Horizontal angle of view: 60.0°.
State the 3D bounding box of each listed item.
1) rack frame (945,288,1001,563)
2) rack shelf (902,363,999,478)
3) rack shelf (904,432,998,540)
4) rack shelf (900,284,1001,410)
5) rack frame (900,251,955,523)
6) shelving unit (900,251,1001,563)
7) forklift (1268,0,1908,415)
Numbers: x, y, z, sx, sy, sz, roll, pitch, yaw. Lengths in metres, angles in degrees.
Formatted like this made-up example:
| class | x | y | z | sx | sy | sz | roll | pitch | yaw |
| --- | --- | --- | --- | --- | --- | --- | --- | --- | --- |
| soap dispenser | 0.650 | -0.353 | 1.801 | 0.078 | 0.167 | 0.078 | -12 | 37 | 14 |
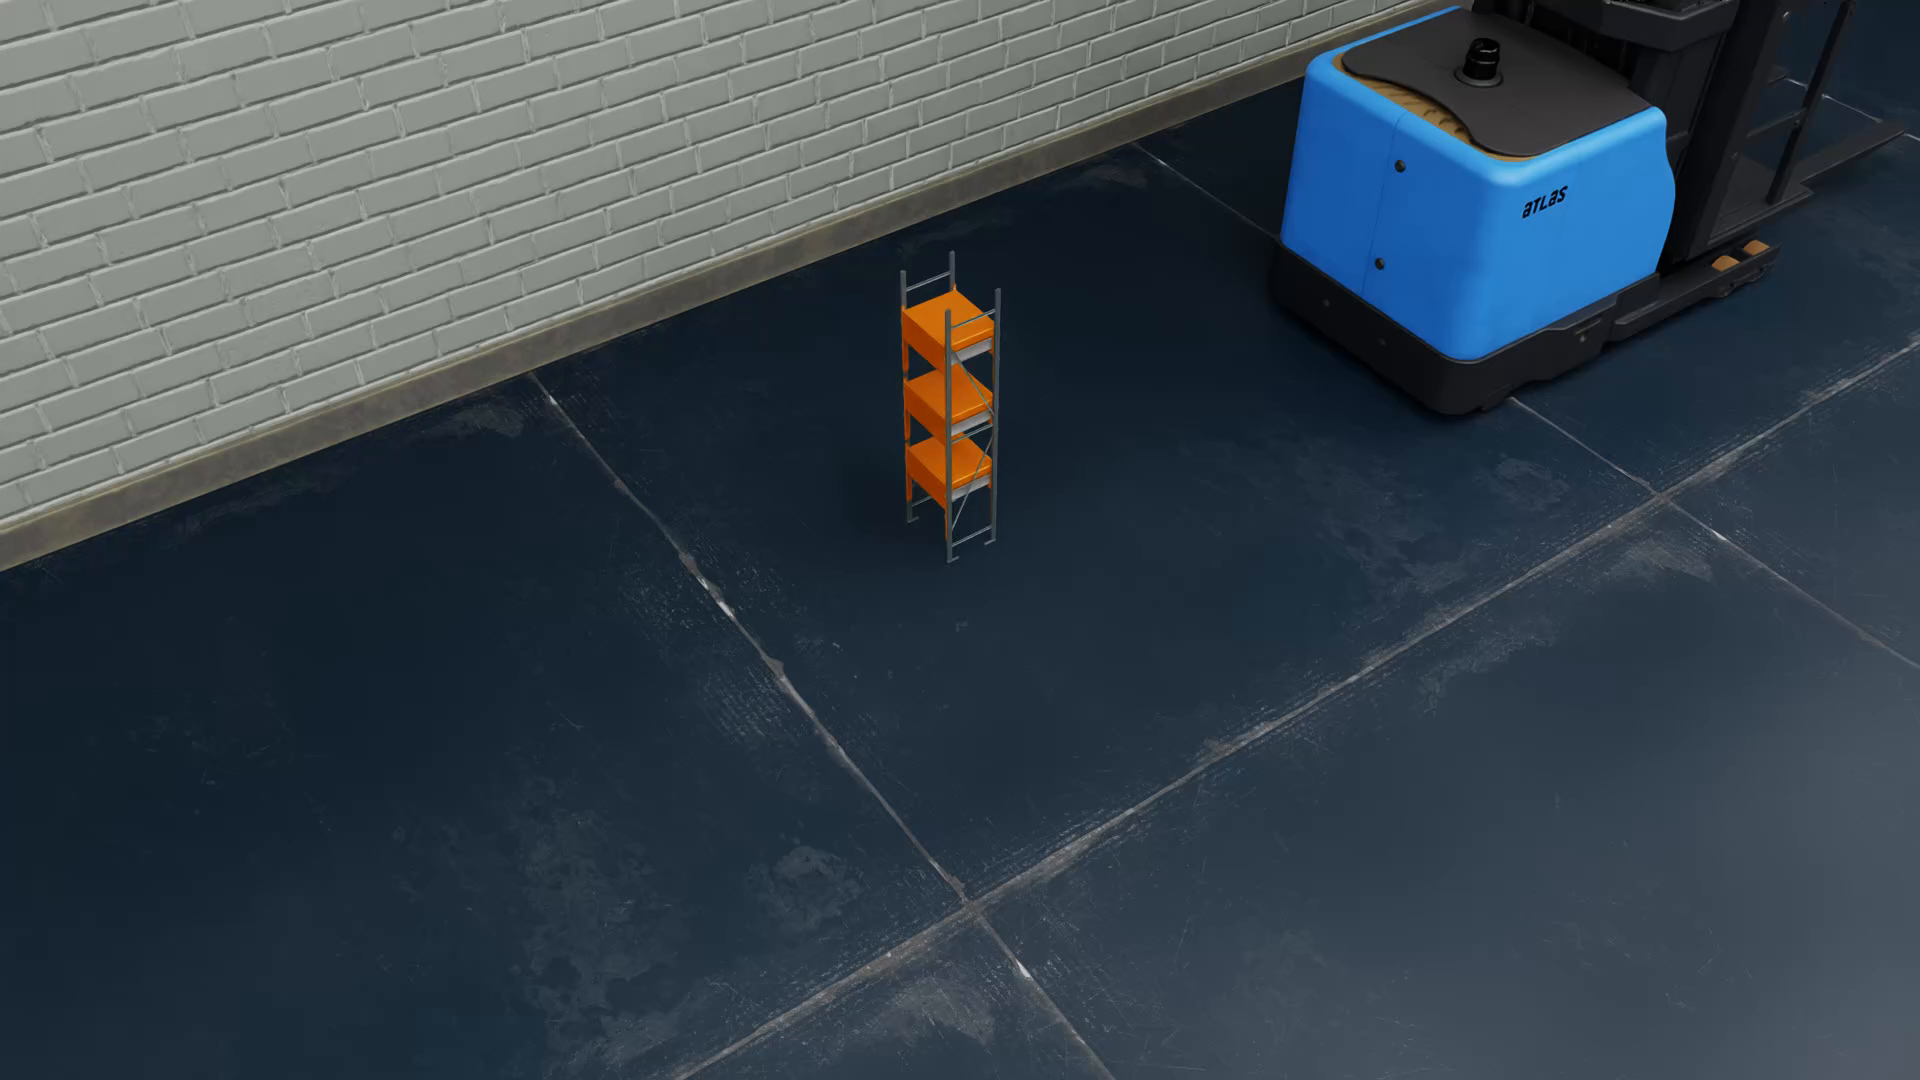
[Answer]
| class | x | y | z | sx | sy | sz | roll | pitch | yaw |
| --- | --- | --- | --- | --- | --- | --- | --- | --- | --- |
| rack frame | 0.039 | -0.341 | 5.347 | 0.200 | 1.050 | 0.008 | -26 | 49 | -24 |
| rack shelf | -0.031 | -0.402 | 5.427 | 0.215 | 0.259 | 0.240 | -26 | 49 | -24 |
| rack shelf | -0.031 | -0.201 | 5.618 | 0.215 | 0.259 | 0.240 | -26 | 49 | -24 |
| rack shelf | -0.031 | -0.608 | 5.231 | 0.215 | 0.259 | 0.240 | -26 | 49 | -24 |
| rack frame | -0.100 | -0.479 | 5.492 | 0.200 | 1.050 | 0.008 | -26 | 49 | -24 |
| shelving unit | -0.031 | -0.410 | 5.419 | 0.215 | 1.050 | 0.252 | -26 | 49 | -24 |
| forklift | 2.749 | -2.329 | 6.067 | 3.031 | 2.935 | 1.130 | -25 | 49 | -24 |
